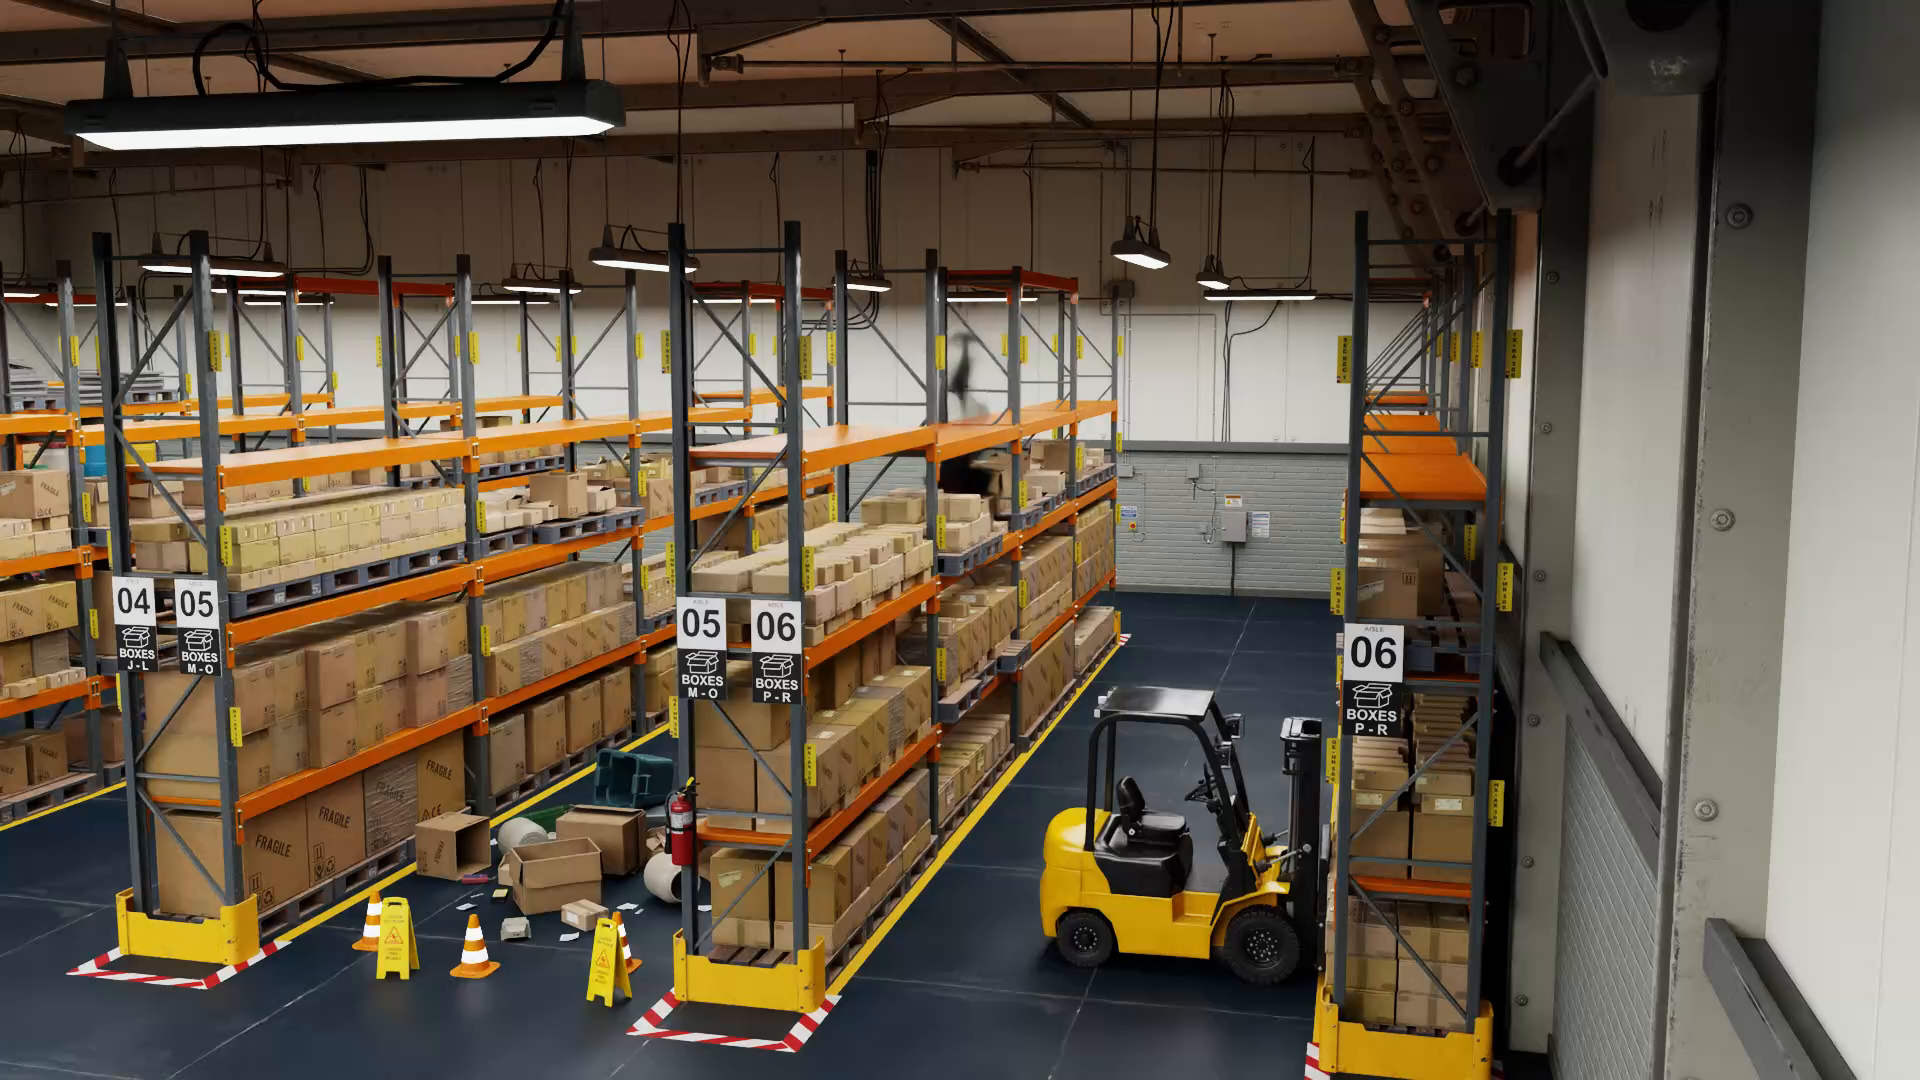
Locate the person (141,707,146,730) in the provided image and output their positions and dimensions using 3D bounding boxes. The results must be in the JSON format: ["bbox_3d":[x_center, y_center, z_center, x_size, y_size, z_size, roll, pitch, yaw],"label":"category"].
[{"bbox_3d":[-8.379,2.292,17.590,0.601,1.484,0.855,-2,7,-15],"label":"person"}]
